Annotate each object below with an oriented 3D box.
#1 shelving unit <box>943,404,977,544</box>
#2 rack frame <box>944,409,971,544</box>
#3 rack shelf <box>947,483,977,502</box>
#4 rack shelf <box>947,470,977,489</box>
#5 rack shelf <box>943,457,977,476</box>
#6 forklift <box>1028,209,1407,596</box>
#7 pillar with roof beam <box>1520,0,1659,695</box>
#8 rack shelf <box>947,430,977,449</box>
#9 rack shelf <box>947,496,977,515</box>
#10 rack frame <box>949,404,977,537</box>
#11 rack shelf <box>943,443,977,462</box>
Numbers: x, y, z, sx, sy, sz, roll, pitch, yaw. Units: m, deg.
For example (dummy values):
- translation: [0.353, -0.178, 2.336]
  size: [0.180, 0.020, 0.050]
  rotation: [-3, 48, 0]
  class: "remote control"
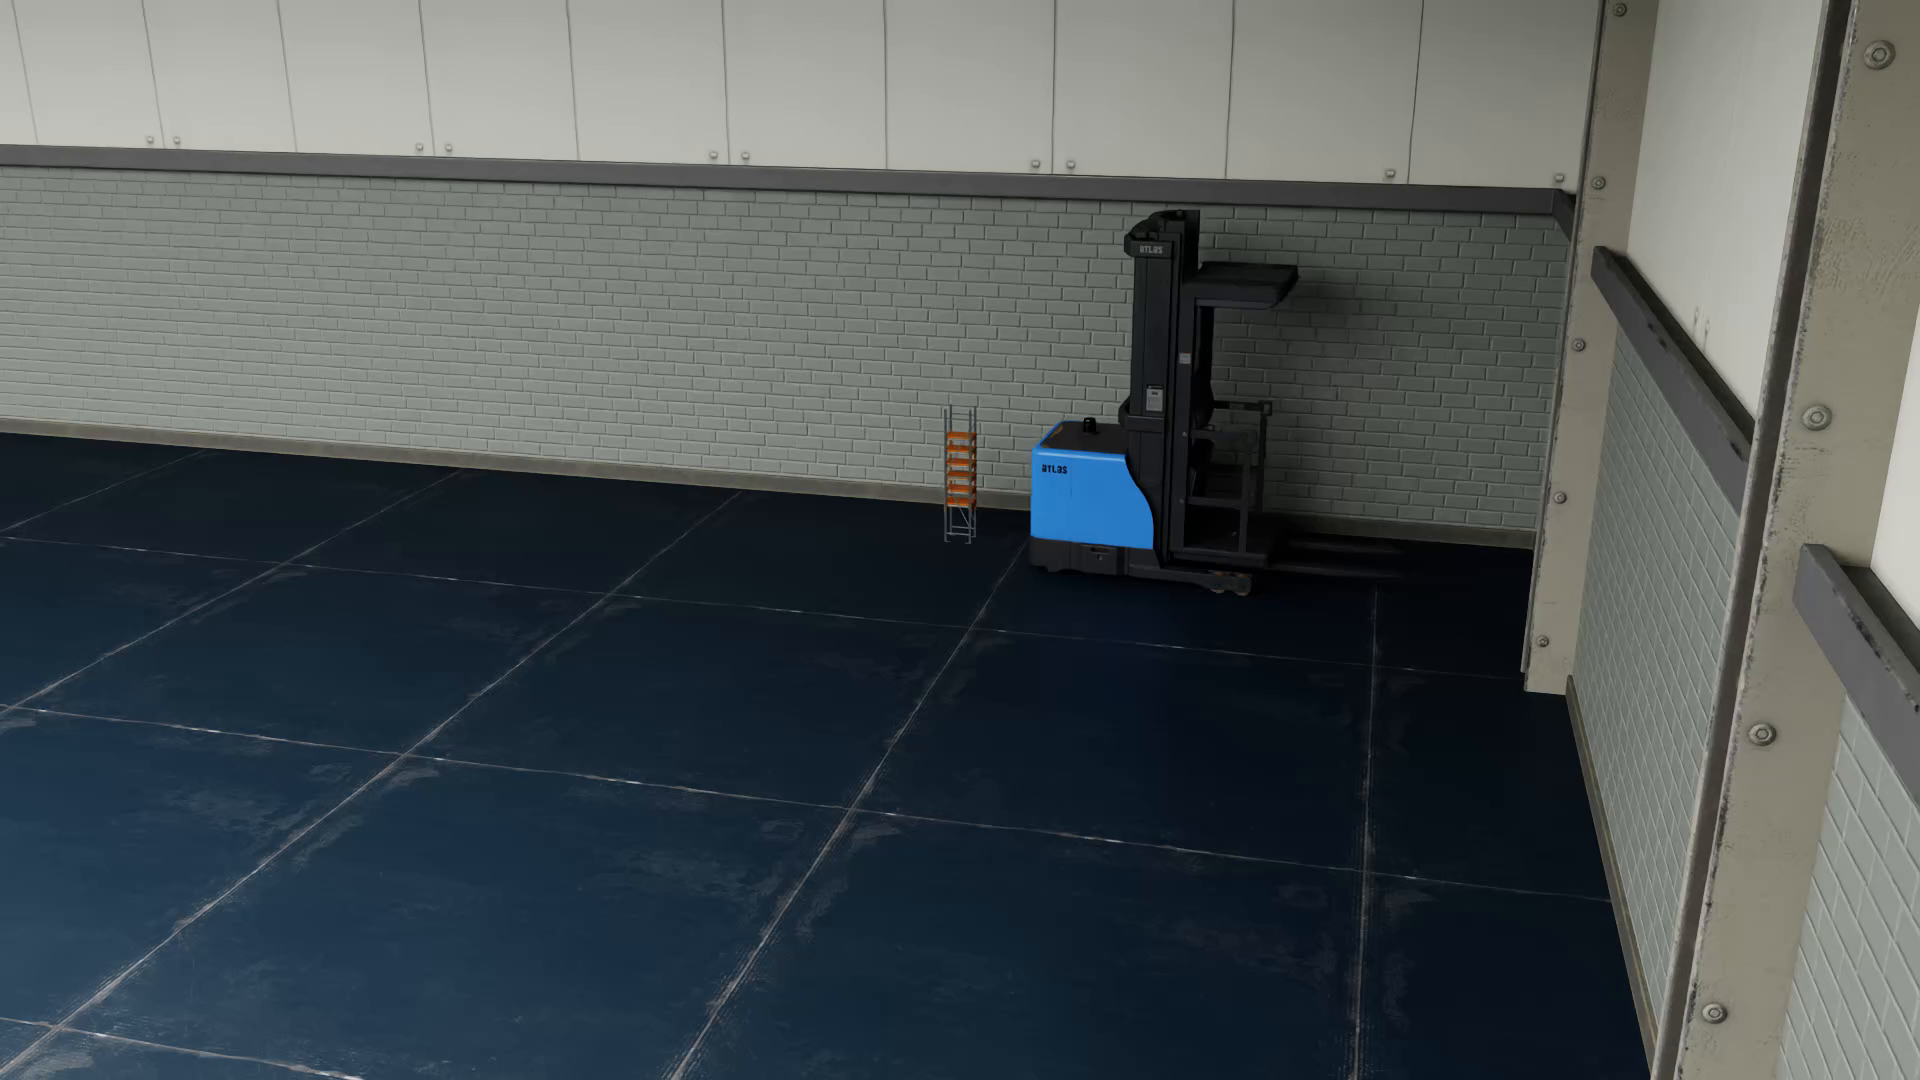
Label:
- translation: [0.004, -0.572, 14.507]
  size: [0.258, 1.200, 0.189]
  rotation: [5, 19, 13]
  class: "shelving unit"
- translation: [-0.019, -0.544, 14.423]
  size: [0.240, 1.200, 0.006]
  rotation: [5, 19, 13]
  class: "rack frame"
- translation: [0.004, -0.417, 14.560]
  size: [0.258, 0.103, 0.180]
  rotation: [5, 19, 13]
  class: "rack shelf"
- translation: [0.004, -0.530, 14.521]
  size: [0.258, 0.103, 0.180]
  rotation: [5, 19, 13]
  class: "rack shelf"
- translation: [0.004, -0.644, 14.482]
  size: [0.258, 0.103, 0.180]
  rotation: [5, 19, 13]
  class: "rack shelf"
- translation: [2.148, -1.132, 13.468]
  size: [3.031, 2.935, 1.130]
  rotation: [6, 20, 16]
  class: "forklift"
- translation: [-0.039, -3.595, 11.291]
  size: [9.100, 9.000, 0.400]
  rotation: [5, 19, 13]
  class: "pillar with roof beam"
- translation: [0.004, -0.871, 14.405]
  size: [0.258, 0.103, 0.180]
  rotation: [5, 19, 13]
  class: "rack shelf"
- translation: [0.004, -0.303, 14.599]
  size: [0.258, 0.103, 0.180]
  rotation: [5, 19, 13]
  class: "rack shelf"
- translation: [0.026, -0.601, 14.591]
  size: [0.240, 1.200, 0.006]
  rotation: [5, 19, 13]
  class: "rack frame"
- translation: [0.004, -0.757, 14.444]
  size: [0.258, 0.103, 0.180]
  rotation: [5, 19, 13]
  class: "rack shelf"
